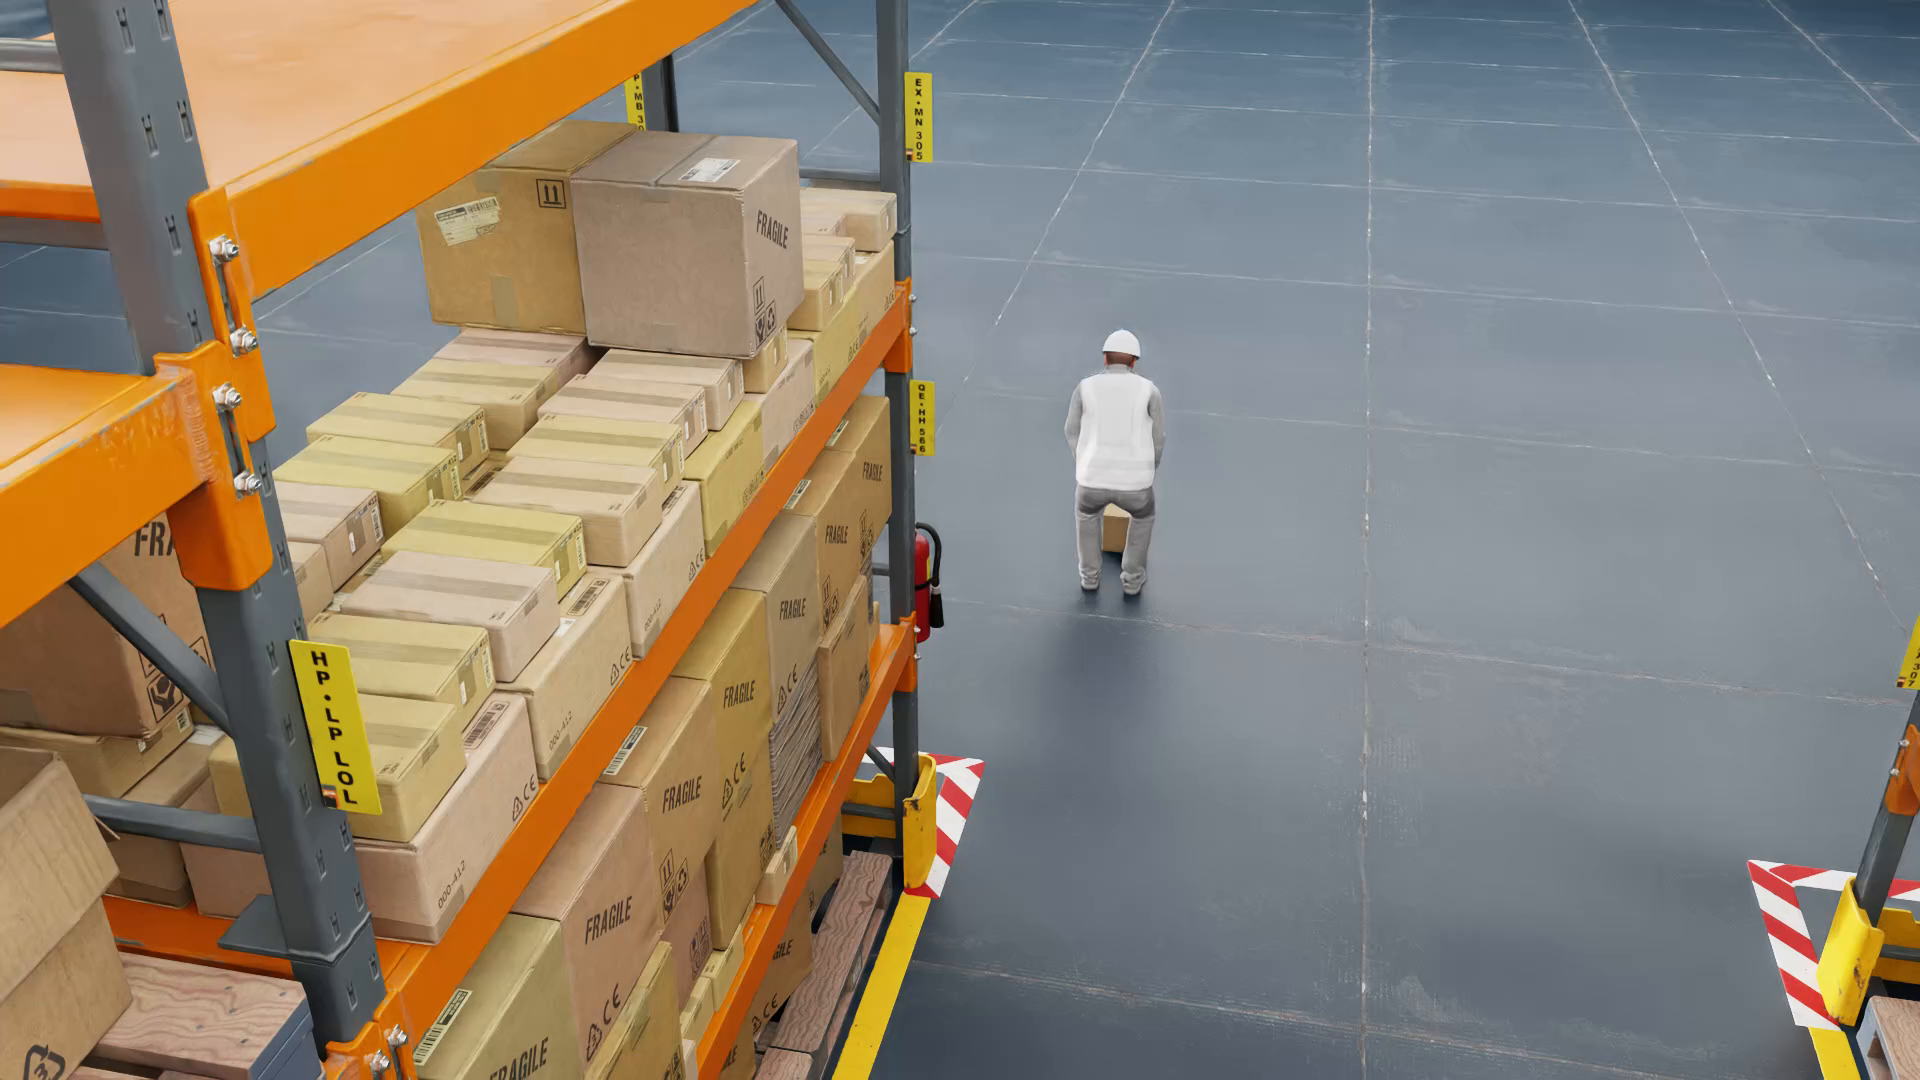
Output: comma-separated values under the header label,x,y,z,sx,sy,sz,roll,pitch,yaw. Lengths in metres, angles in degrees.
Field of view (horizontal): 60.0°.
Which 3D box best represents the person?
label,x,y,z,sx,sy,sz,roll,pitch,yaw
person,0.883,-0.423,9.655,0.590,1.506,0.714,6,29,11
